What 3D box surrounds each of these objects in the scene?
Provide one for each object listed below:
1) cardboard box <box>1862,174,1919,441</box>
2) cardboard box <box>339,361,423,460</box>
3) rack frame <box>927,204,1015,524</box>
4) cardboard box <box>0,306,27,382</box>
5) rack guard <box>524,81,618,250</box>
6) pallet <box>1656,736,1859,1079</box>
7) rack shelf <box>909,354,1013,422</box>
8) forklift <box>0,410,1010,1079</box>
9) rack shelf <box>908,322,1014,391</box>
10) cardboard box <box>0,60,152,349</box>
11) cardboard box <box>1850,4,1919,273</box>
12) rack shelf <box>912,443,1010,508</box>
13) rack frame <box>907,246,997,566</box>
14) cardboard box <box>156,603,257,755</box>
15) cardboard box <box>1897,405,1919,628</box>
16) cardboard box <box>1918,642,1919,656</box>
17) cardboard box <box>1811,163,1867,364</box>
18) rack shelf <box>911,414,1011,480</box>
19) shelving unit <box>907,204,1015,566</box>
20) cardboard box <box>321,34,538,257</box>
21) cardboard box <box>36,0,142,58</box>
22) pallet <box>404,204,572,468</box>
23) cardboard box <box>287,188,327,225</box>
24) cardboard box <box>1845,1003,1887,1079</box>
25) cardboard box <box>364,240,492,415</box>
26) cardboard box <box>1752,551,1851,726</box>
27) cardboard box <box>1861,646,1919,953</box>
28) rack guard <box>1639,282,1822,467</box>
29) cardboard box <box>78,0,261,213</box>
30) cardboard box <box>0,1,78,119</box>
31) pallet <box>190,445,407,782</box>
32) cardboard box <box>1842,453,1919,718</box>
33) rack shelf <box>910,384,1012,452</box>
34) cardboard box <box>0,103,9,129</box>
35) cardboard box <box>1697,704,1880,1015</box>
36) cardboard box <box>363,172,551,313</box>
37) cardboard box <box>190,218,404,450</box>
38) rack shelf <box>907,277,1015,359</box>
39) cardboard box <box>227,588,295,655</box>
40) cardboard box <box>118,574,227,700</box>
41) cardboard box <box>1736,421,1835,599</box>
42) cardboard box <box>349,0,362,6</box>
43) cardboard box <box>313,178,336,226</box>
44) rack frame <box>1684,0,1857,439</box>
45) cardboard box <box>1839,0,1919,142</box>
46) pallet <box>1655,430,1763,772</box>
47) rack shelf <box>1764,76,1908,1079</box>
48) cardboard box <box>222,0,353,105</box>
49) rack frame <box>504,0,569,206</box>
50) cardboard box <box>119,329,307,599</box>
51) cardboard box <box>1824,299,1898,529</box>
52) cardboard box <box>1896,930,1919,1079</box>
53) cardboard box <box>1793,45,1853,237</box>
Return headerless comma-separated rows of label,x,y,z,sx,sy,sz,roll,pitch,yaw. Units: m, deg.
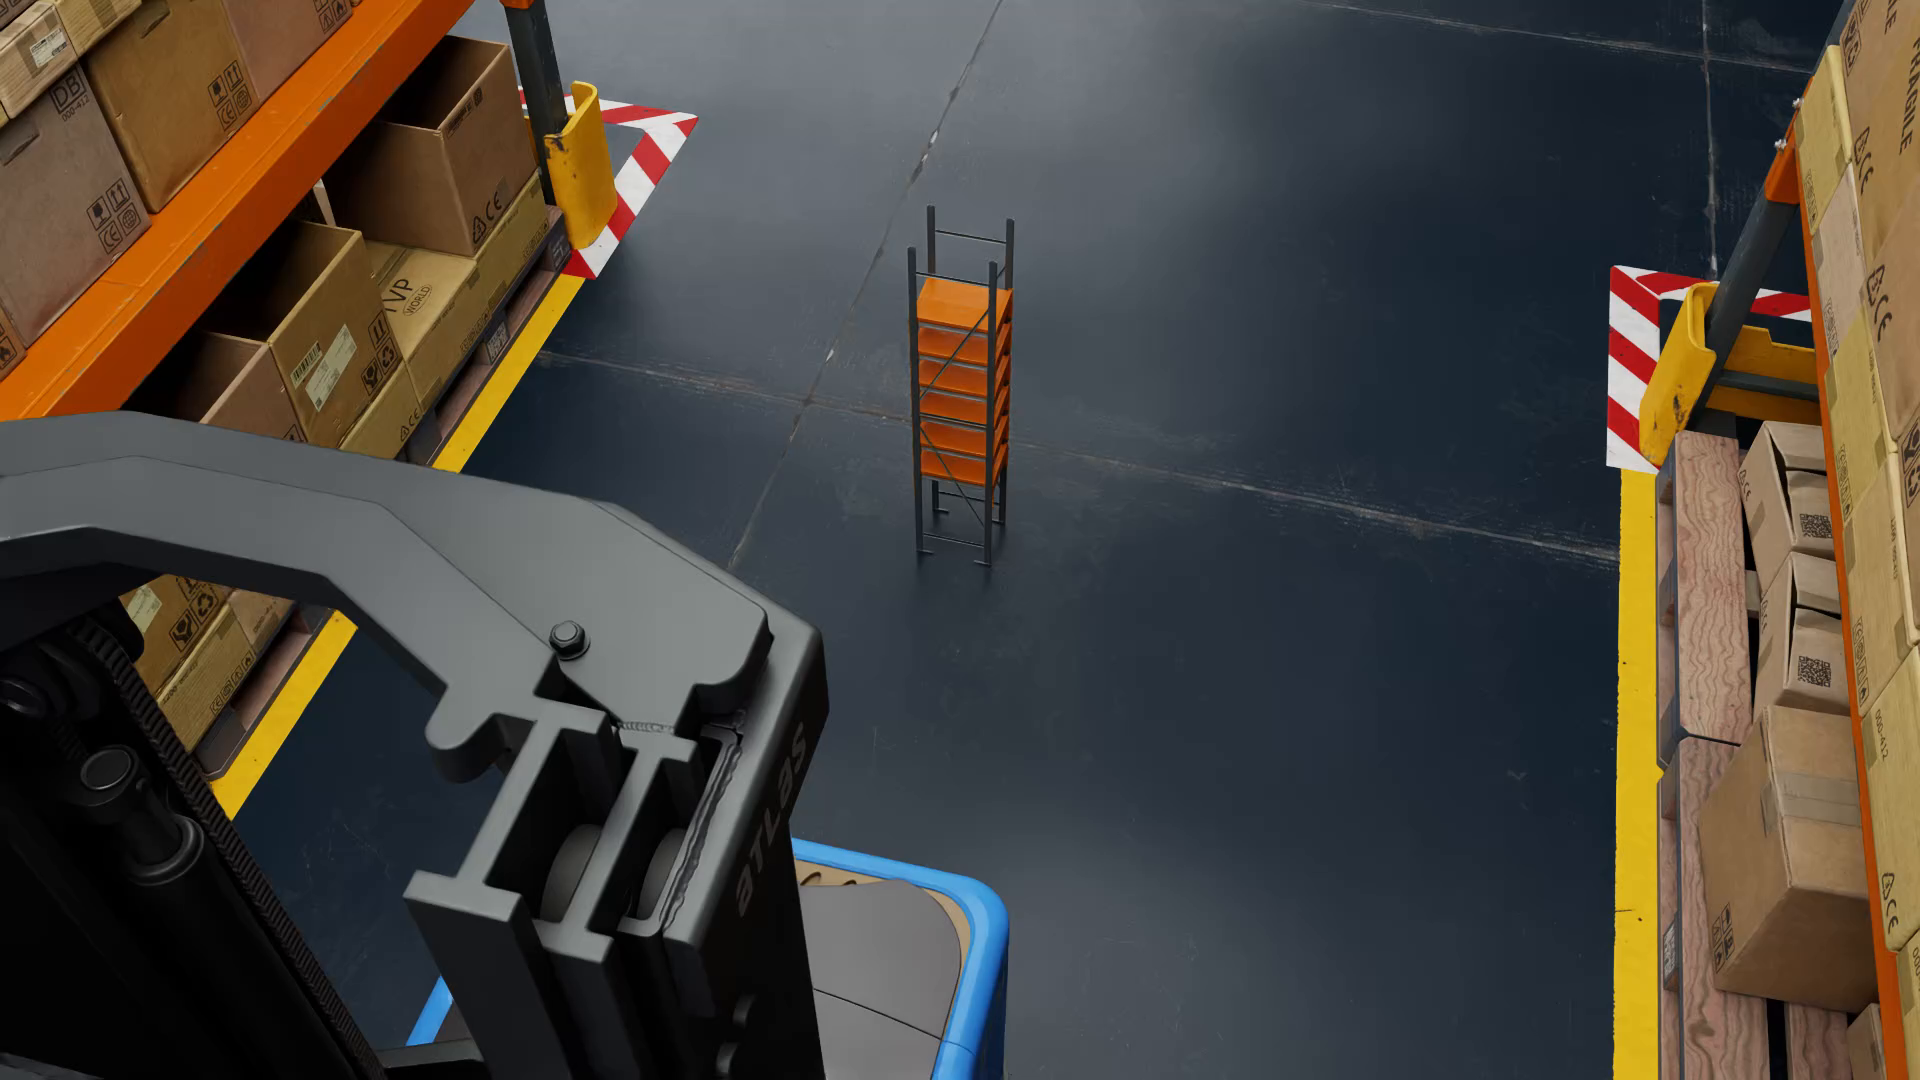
cardboard box,2.170,-0.502,3.279,0.500,0.500,0.500,10,49,9
cardboard box,-2.019,-0.343,5.106,0.500,0.250,0.500,12,50,10
rack frame,0.028,-0.474,4.868,0.240,1.200,0.006,12,50,10
cardboard box,-2.586,-0.493,3.618,0.700,0.500,0.500,12,50,11
rack guard,-1.906,-1.476,6.219,1.175,0.500,0.348,12,50,10
pallet,2.276,1.127,4.115,1.003,0.211,1.213,12,50,10
rack shelf,0.004,-0.458,4.753,0.258,0.103,0.180,12,50,10
forklift,-0.747,1.398,2.062,1.130,2.935,3.031,11,49,9
rack shelf,0.004,-0.537,4.663,0.258,0.103,0.180,12,50,10
cardboard box,-2.453,-0.864,3.945,0.700,0.500,0.500,13,50,11
cardboard box,2.312,-0.875,3.608,0.500,0.500,0.500,12,50,10
rack shelf,0.004,-0.219,5.023,0.258,0.103,0.180,12,50,10
rack frame,-0.020,-0.341,4.751,0.240,1.200,0.006,12,50,10
cardboard box,-2.278,0.381,4.467,0.500,0.250,0.500,12,50,10
cardboard box,2.046,-0.127,2.948,0.500,0.500,0.500,13,50,11
cardboard box,1.909,0.250,2.615,0.500,0.500,0.500,10,49,9
cardboard box,2.310,-0.599,3.865,0.500,0.250,0.500,10,49,9
rack shelf,0.004,-0.299,4.933,0.258,0.103,0.180,12,50,10
shelving unit,0.004,-0.408,4.809,0.258,1.200,0.189,12,50,10
cardboard box,-1.767,-1.317,5.465,0.500,0.500,0.500,12,50,10
cardboard box,-2.169,-1.283,3.882,0.380,0.149,0.250,13,50,11
pallet,-2.074,-0.802,5.817,1.003,0.211,1.213,12,50,10
cardboard box,-2.398,-1.057,5.236,0.500,0.500,0.500,12,50,10
cardboard box,2.255,1.227,3.774,0.380,0.149,0.250,8,49,7
cardboard box,-1.889,-0.705,5.425,0.500,0.250,0.500,12,50,10
cardboard box,2.448,0.328,4.460,0.500,0.311,0.500,15,50,13
cardboard box,1.903,0.497,2.897,0.500,0.250,0.500,11,50,10
rack guard,2.847,-0.429,5.295,1.175,0.500,0.348,12,50,10
cardboard box,-2.318,-1.245,4.282,0.700,0.500,0.500,12,50,10
cardboard box,-2.236,-1.097,3.719,0.380,0.149,0.250,11,49,10
pallet,-2.397,0.078,5.040,1.003,0.211,1.213,12,50,10
cardboard box,2.035,0.133,3.219,0.500,0.250,0.500,12,50,10
rack shelf,0.004,-0.378,4.843,0.258,0.103,0.180,12,50,10
cardboard box,-2.304,-0.918,3.560,0.380,0.149,0.250,11,50,10
cardboard box,2.207,0.786,3.929,0.700,0.500,0.500,9,49,8
cardboard box,-1.769,-1.069,5.747,0.500,0.250,0.500,12,50,10
cardboard box,-2.016,-0.590,4.824,0.500,0.500,0.500,12,50,10
rack shelf,0.004,-0.616,4.573,0.258,0.103,0.180,12,50,10
cardboard box,-2.152,0.018,4.787,0.500,0.250,0.500,12,50,10
cardboard box,-2.278,0.133,4.186,0.500,0.500,0.500,12,50,10
cardboard box,2.598,-0.084,4.824,0.500,0.311,0.500,7,49,6
cardboard box,-2.048,-1.984,4.934,0.700,0.500,0.500,12,50,10
cardboard box,-2.269,-1.171,5.837,0.500,0.250,0.500,12,50,10
rack frame,2.867,-1.311,4.407,1.000,3.000,0.127,12,50,10
cardboard box,2.452,-1.230,3.922,0.500,0.500,0.500,12,50,10
pallet,2.599,0.247,4.891,1.003,0.211,1.213,12,50,10
rack shelf,2.341,0.374,3.399,1.077,0.370,4.000,12,50,10
cardboard box,-2.182,-1.603,4.598,0.700,0.500,0.500,13,50,11
rack frame,-1.913,-2.286,5.267,1.000,3.000,0.127,12,50,10
cardboard box,-2.149,-0.229,4.505,0.500,0.500,0.500,12,50,10
cardboard box,2.170,-0.232,3.541,0.500,0.250,0.500,11,49,9
cardboard box,1.786,0.864,2.573,0.500,0.250,0.500,12,50,10
cardboard box,2.433,-0.978,4.199,0.500,0.250,0.500,10,49,9
